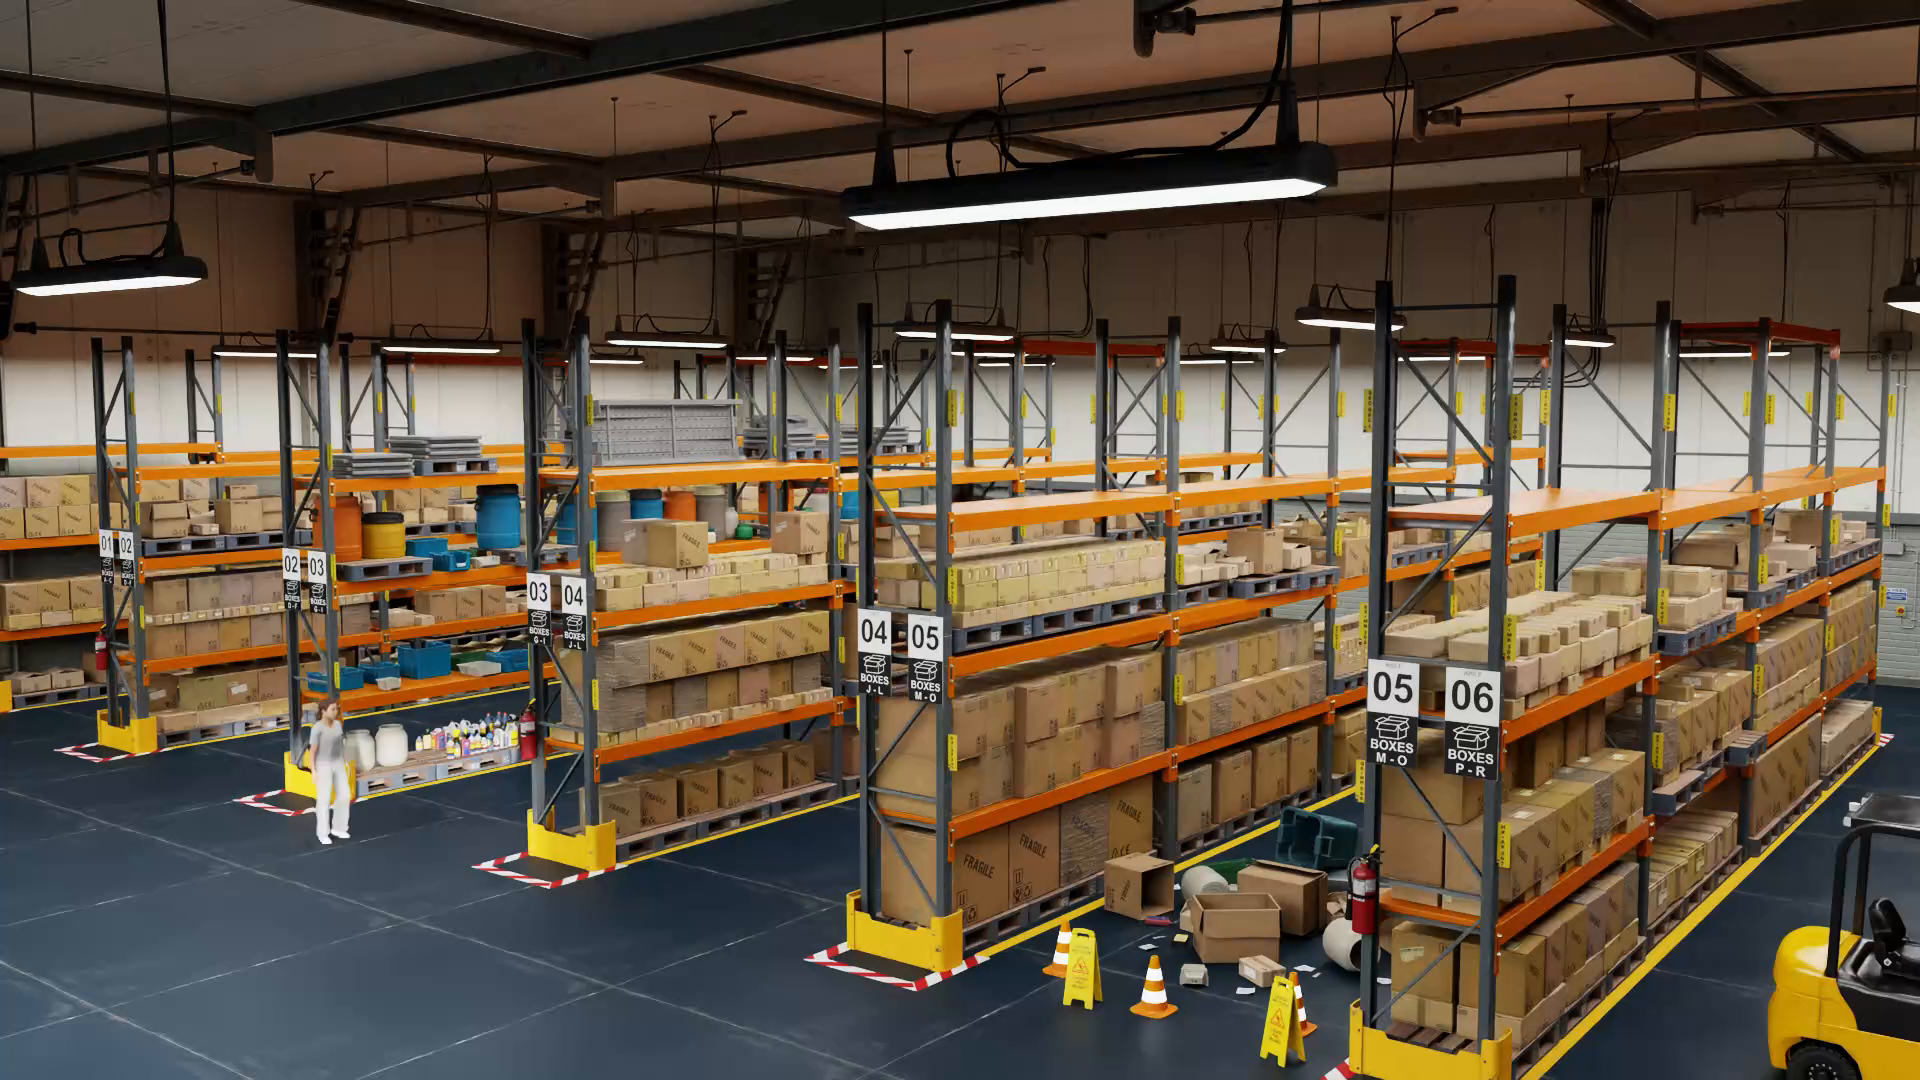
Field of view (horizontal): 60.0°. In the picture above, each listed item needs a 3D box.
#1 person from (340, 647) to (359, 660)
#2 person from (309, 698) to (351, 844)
[{"bbox_3d":[-11.087,1.728,30.041,0.486,1.663,0.607,-2,5,-17],"label":"person"},{"bbox_3d":[-7.312,2.694,19.280,0.324,1.742,0.534,3,6,28],"label":"person"}]
